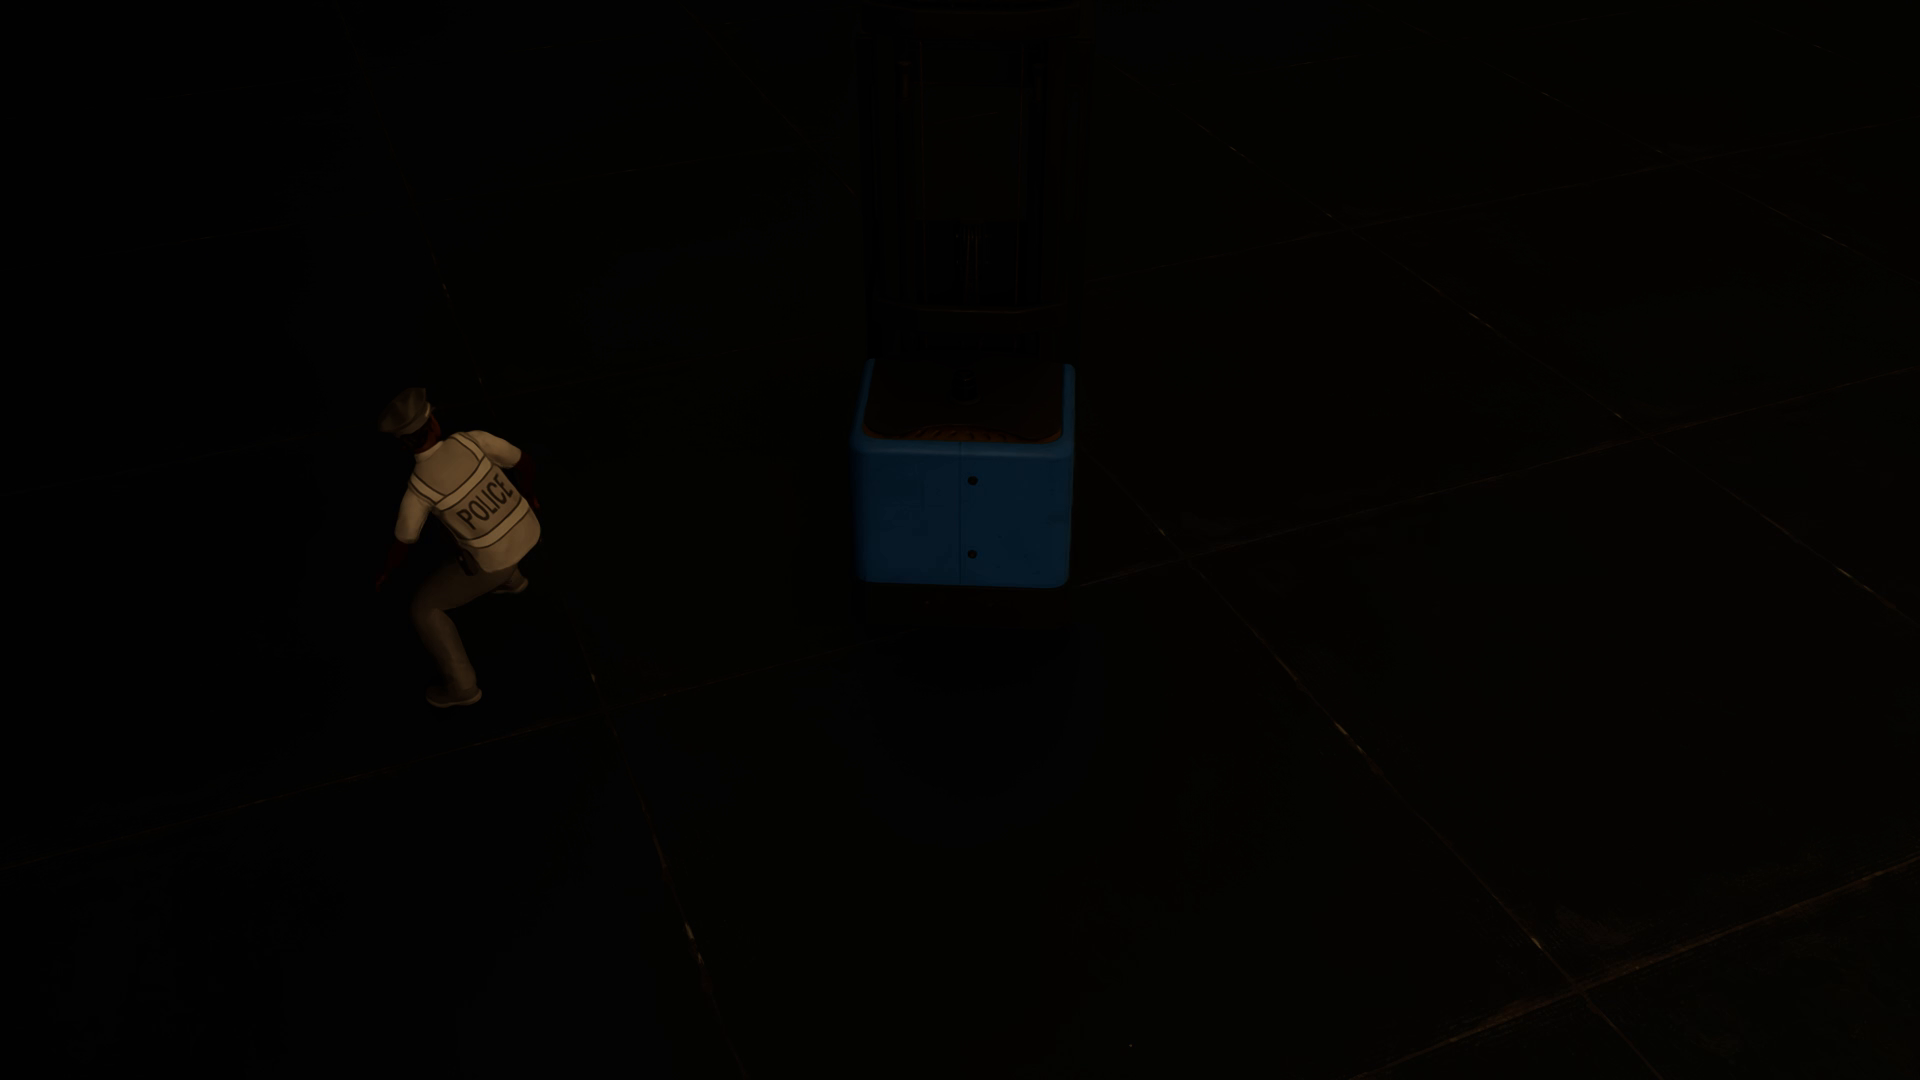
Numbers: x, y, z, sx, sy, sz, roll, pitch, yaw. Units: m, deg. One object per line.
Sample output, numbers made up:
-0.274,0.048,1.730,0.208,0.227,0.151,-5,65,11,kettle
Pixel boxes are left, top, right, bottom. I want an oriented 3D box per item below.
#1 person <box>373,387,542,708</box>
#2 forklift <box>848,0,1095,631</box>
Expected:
-2.194,-0.021,7.350,0.626,1.445,0.744,18,39,23,person
0.087,-1.595,8.342,1.130,2.935,3.031,2,35,3,forklift
